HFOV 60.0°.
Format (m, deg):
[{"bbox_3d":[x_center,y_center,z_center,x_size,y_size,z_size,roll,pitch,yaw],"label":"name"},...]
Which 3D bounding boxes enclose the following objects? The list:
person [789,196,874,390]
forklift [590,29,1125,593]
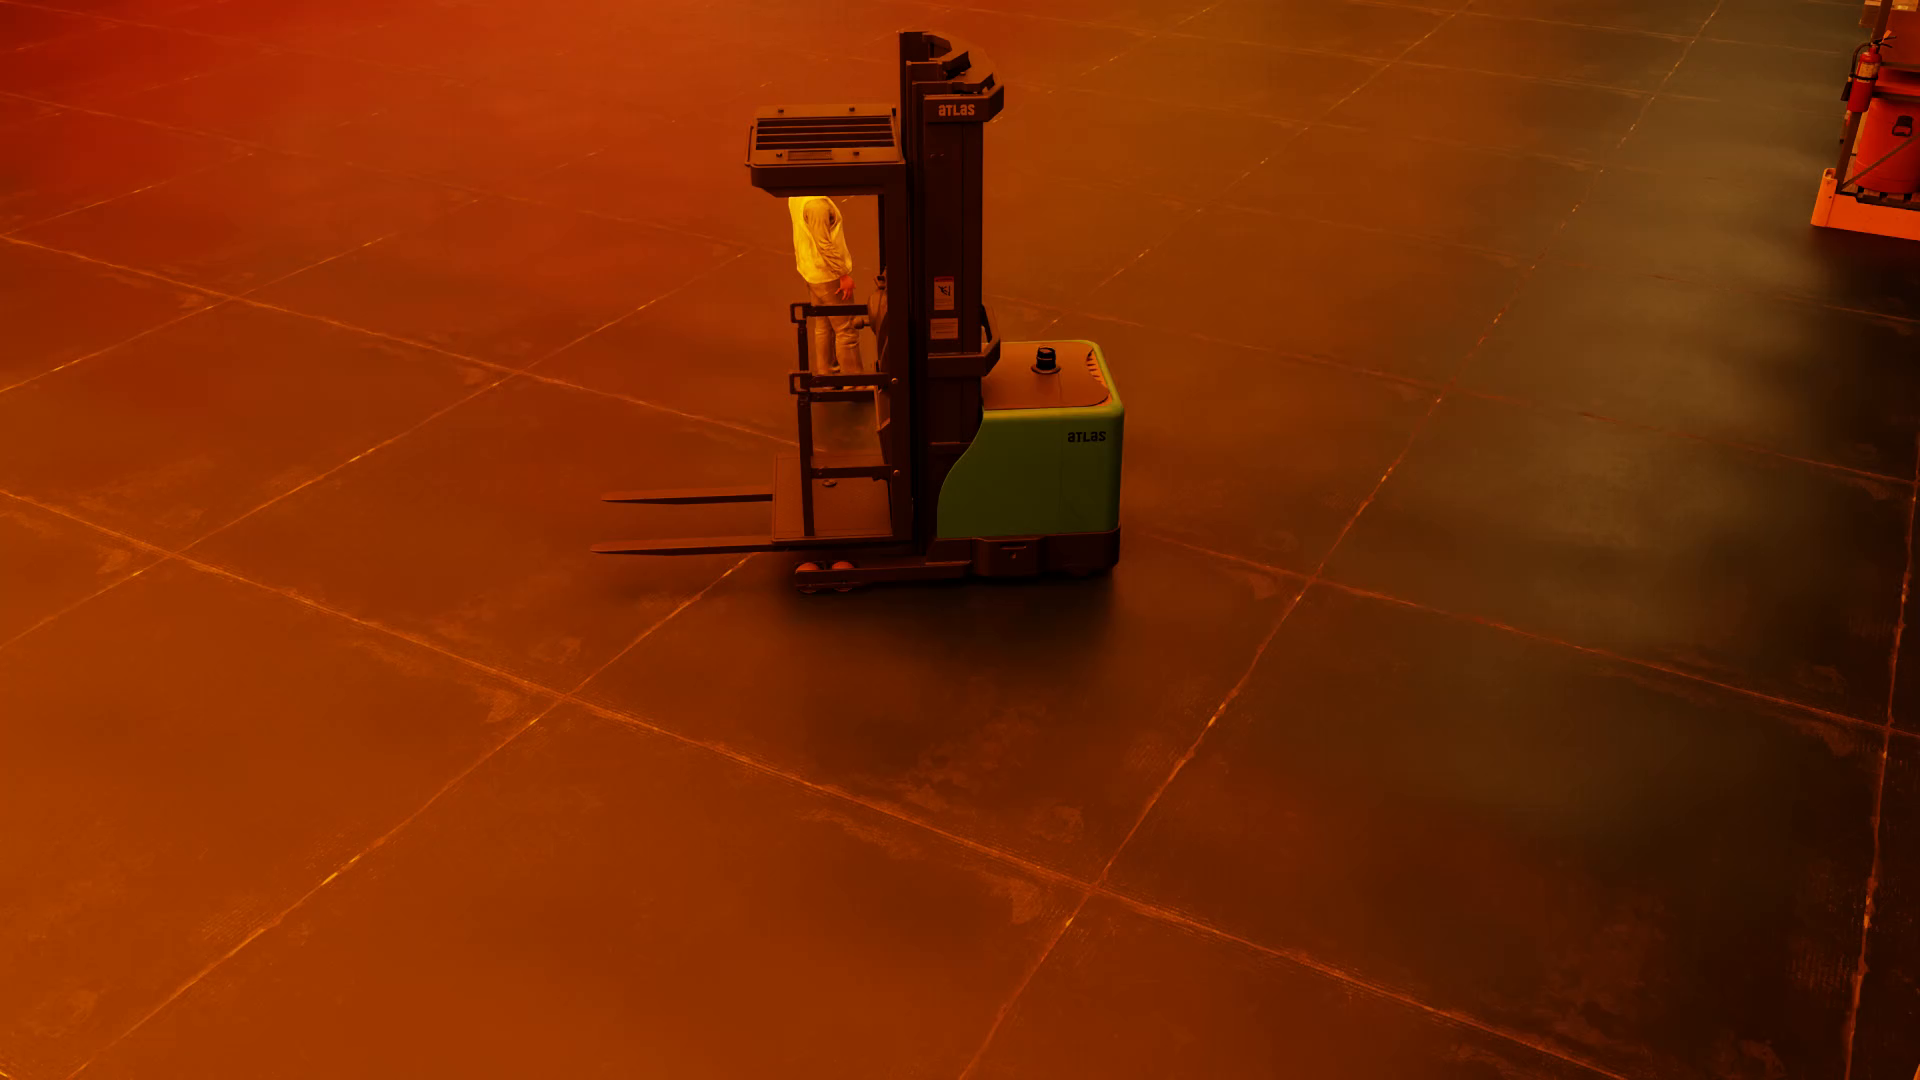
[{"bbox_3d":[-0.853,-1.859,11.433,0.569,1.774,0.631,-12,32,-20],"label":"person"},{"bbox_3d":[-0.623,-1.244,9.226,3.031,2.935,1.130,-2,30,-4],"label":"forklift"}]
